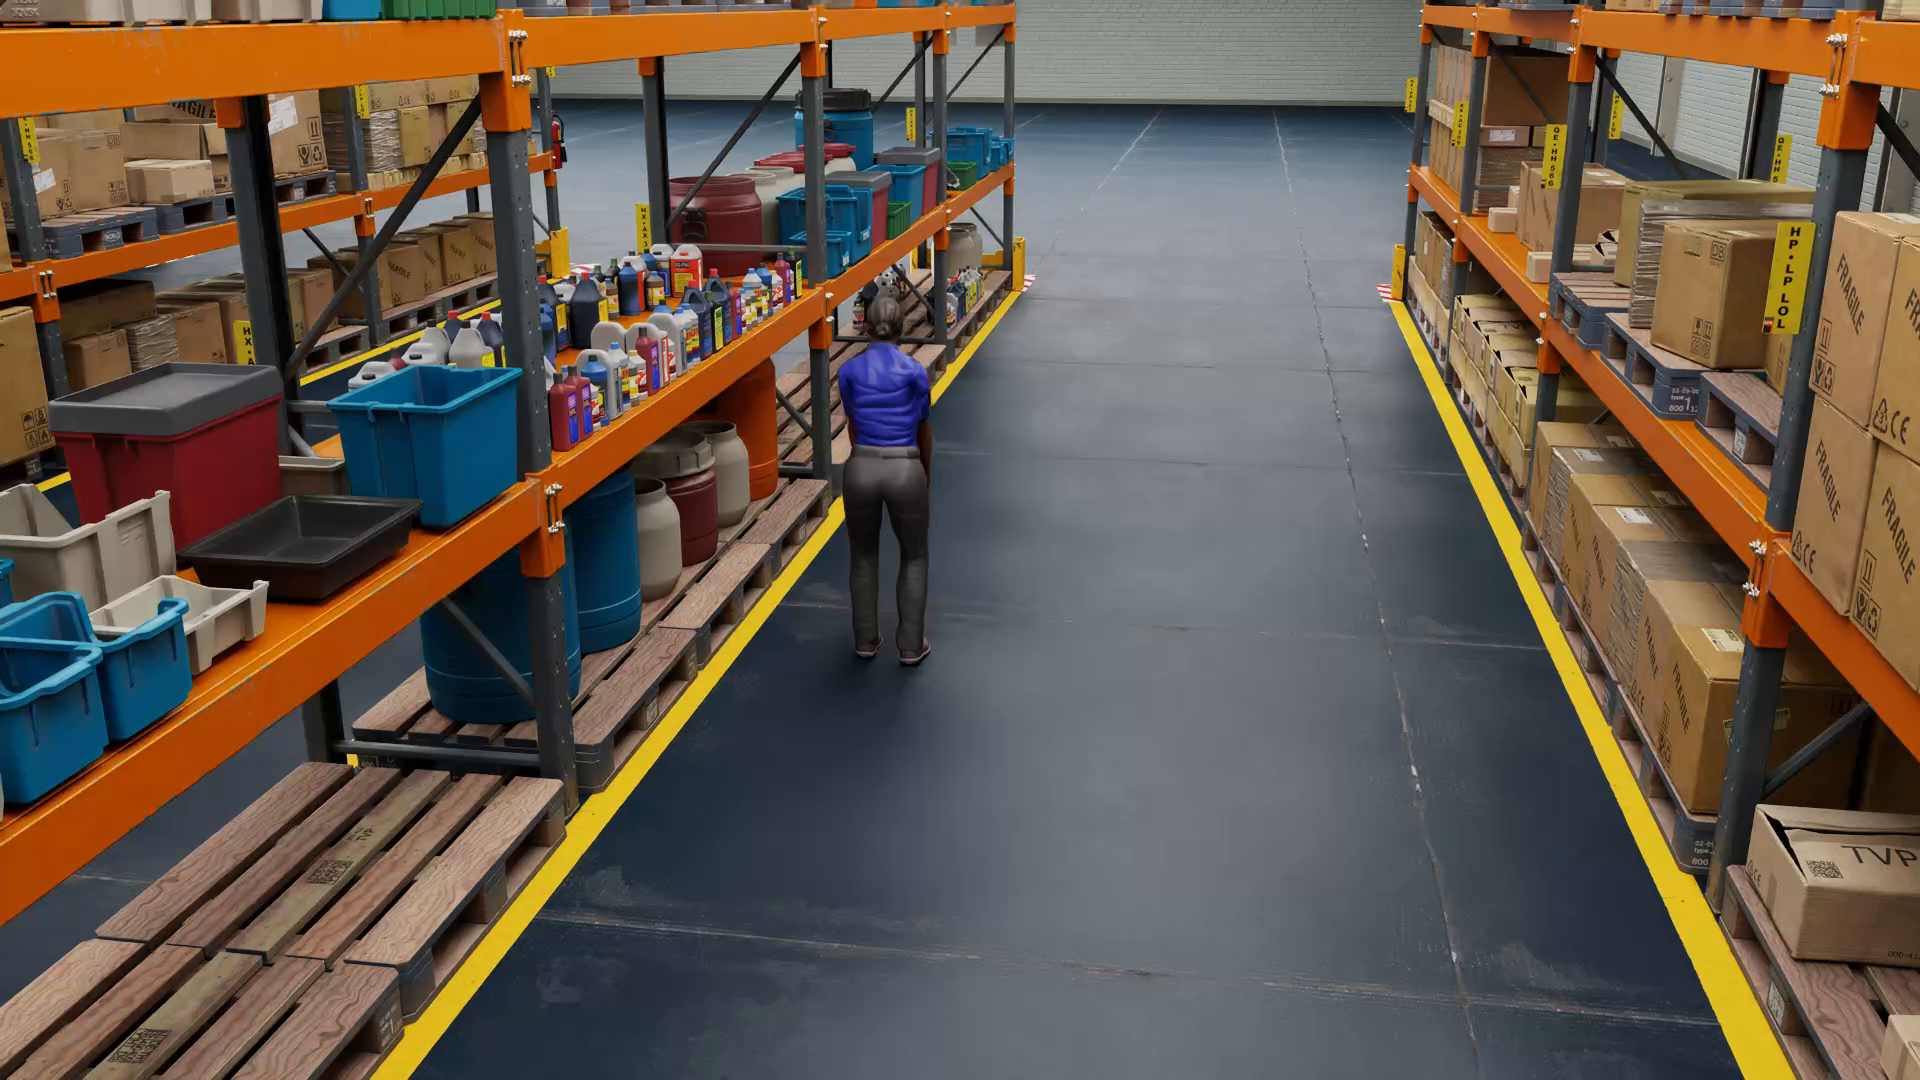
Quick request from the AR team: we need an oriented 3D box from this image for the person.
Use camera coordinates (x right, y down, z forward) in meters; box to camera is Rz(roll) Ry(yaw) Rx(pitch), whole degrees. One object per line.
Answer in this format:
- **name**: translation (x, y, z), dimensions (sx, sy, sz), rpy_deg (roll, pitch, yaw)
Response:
- **person**: translation (-0.329, -0.270, 7.444), dimensions (0.410, 1.637, 0.534), rpy_deg (2, 18, 7)
